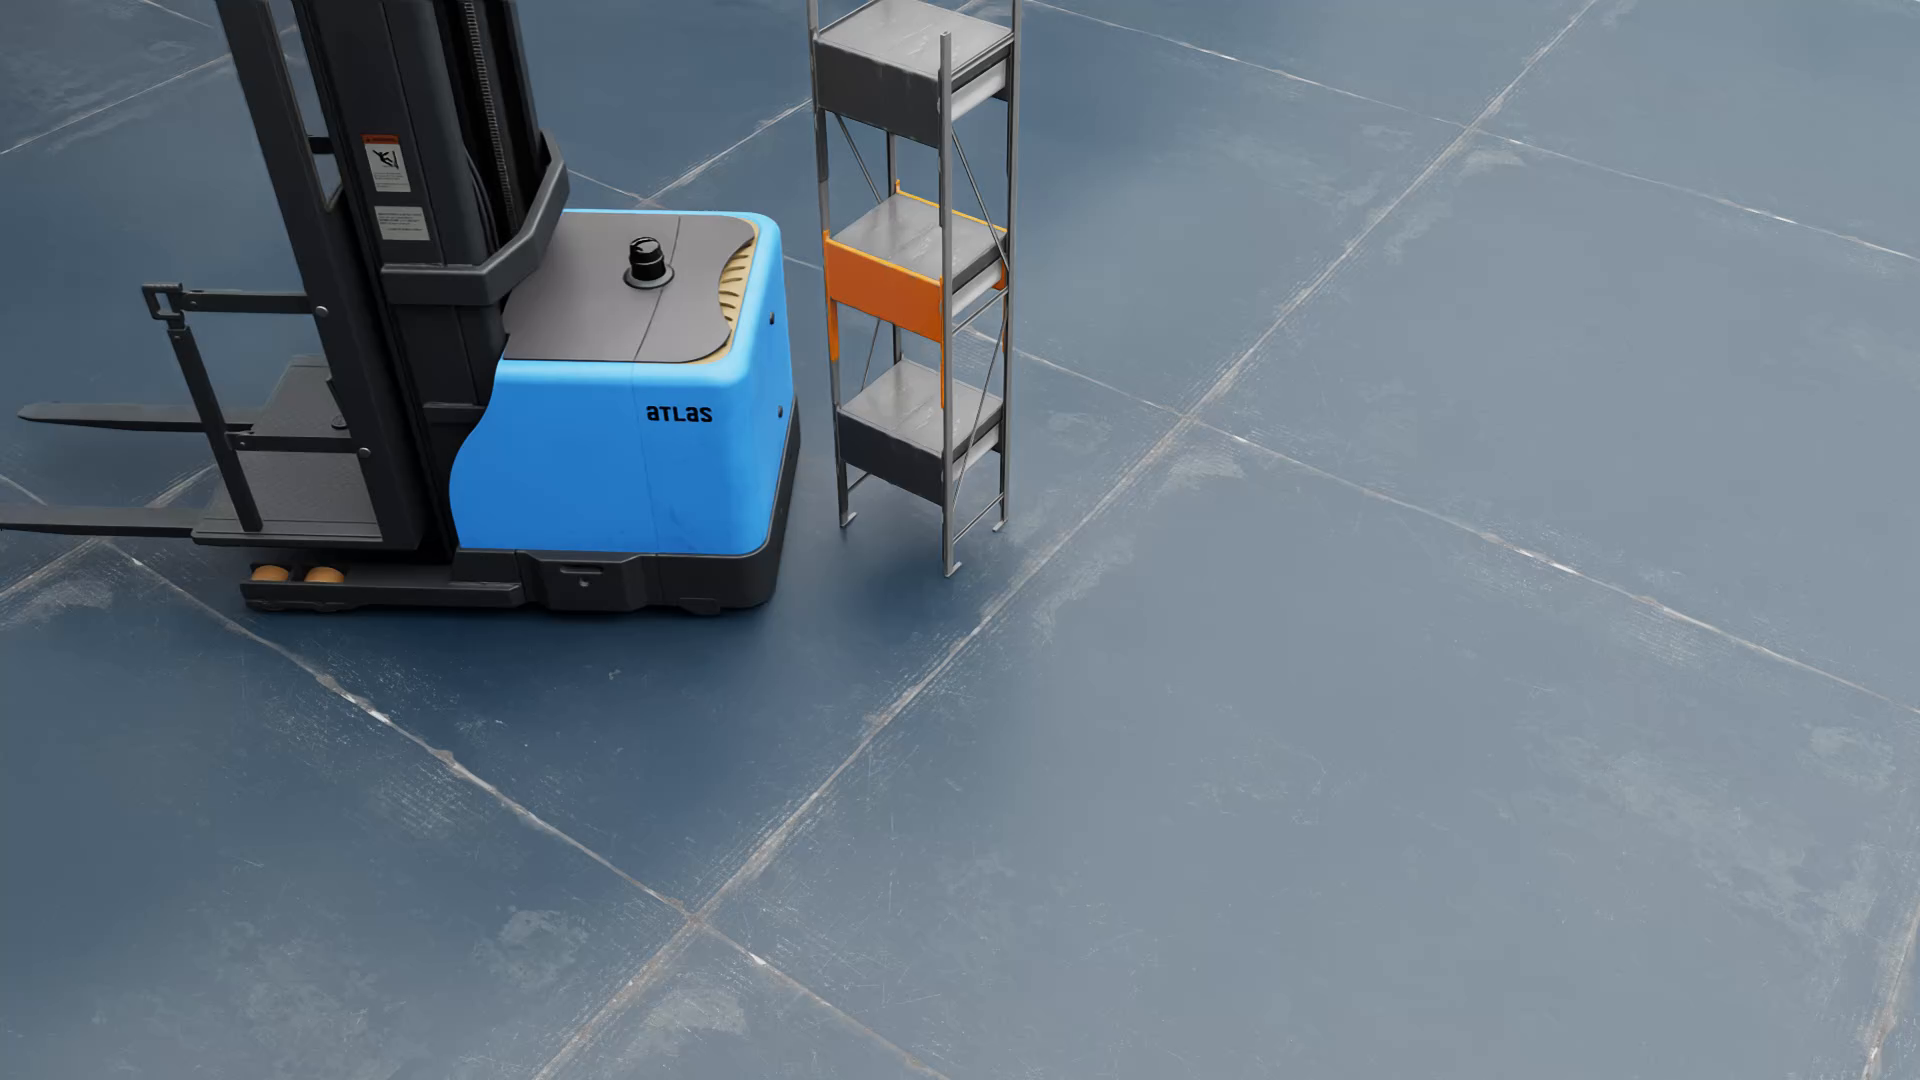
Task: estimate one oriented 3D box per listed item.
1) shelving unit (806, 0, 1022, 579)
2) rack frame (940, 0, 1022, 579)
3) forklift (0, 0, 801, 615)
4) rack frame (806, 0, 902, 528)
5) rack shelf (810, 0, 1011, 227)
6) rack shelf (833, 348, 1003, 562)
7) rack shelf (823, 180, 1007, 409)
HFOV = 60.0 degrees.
[{"bbox_3d":[-0.136,-0.846,5.621,0.503,2.100,0.431,25,48,25],"label":"shelving unit"},{"bbox_3d":[0.064,-0.752,5.516,0.015,2.100,0.400,25,48,25],"label":"rack frame"},{"bbox_3d":[-2.160,-1.185,5.377,3.031,2.935,1.130,2,42,2],"label":"forklift"},{"bbox_3d":[-0.335,-0.939,5.725,0.015,2.100,0.400,25,48,25],"label":"rack frame"},{"bbox_3d":[-0.136,-1.357,5.163,0.480,0.518,0.431,25,48,25],"label":"rack shelf"},{"bbox_3d":[-0.136,-0.314,6.097,0.480,0.518,0.431,25,48,25],"label":"rack shelf"},{"bbox_3d":[-0.136,-0.836,5.630,0.480,0.518,0.431,25,48,25],"label":"rack shelf"}]
